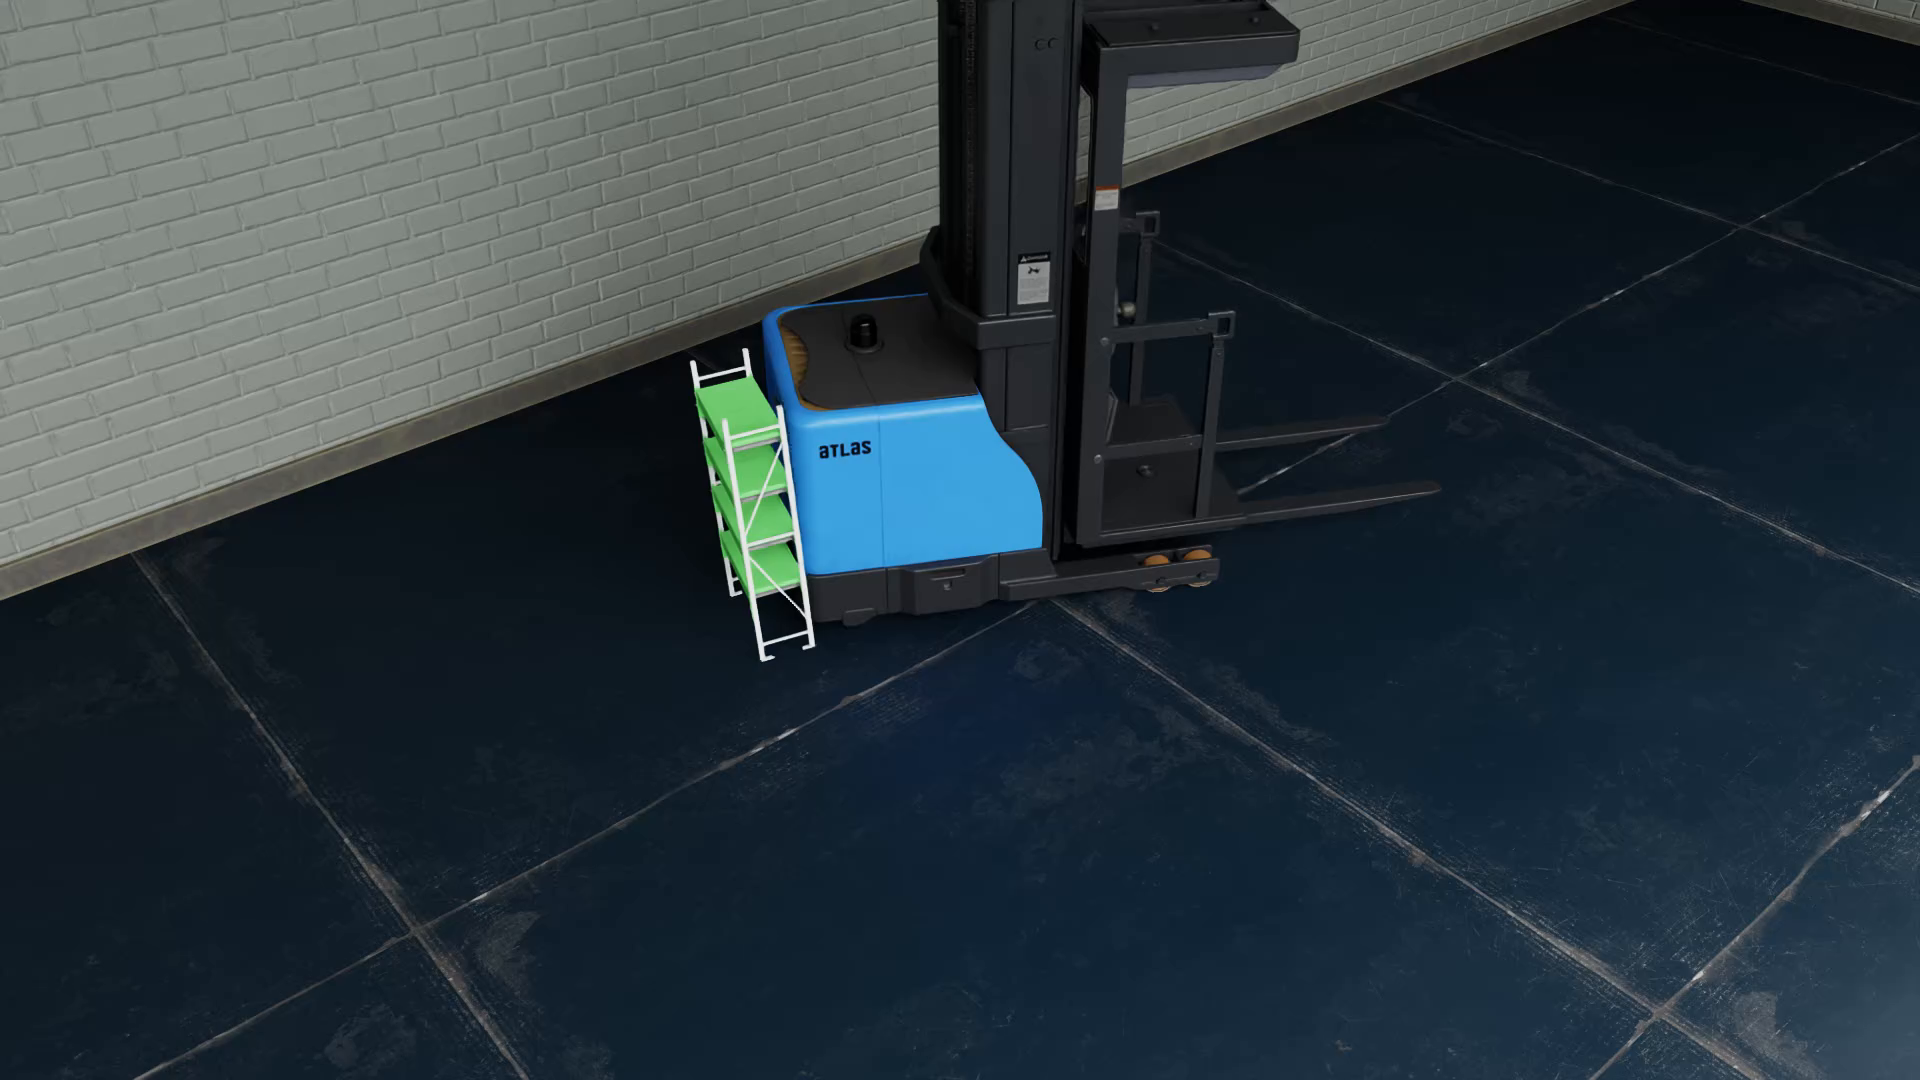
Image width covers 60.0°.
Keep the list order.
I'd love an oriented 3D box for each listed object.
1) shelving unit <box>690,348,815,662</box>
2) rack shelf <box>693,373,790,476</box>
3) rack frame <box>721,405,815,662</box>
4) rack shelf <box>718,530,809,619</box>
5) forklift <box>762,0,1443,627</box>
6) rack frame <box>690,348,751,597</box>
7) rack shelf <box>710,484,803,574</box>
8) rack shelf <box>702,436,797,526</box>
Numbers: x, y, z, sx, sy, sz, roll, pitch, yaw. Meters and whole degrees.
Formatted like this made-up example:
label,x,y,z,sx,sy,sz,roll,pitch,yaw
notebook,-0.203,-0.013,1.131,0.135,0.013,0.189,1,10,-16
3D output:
label,x,y,z,sx,sy,sz,roll,pitch,yaw
shelving unit,-0.853,-0.133,6.887,0.258,1.200,0.503,-15,38,-15
rack shelf,-0.874,-0.467,6.640,0.258,0.148,0.480,-15,38,-15
rack frame,-0.763,-0.002,6.702,0.240,1.200,0.015,-15,38,-15
rack shelf,-0.837,0.111,7.067,0.258,0.148,0.480,-15,38,-15
forklift,0.688,-1.254,6.984,3.031,2.935,1.130,-7,36,-10
rack frame,-0.942,-0.264,7.072,0.240,1.200,0.015,-15,38,-15
rack shelf,-0.849,-0.082,6.925,0.258,0.148,0.480,-15,38,-15
rack shelf,-0.862,-0.274,6.783,0.258,0.148,0.480,-15,38,-15
